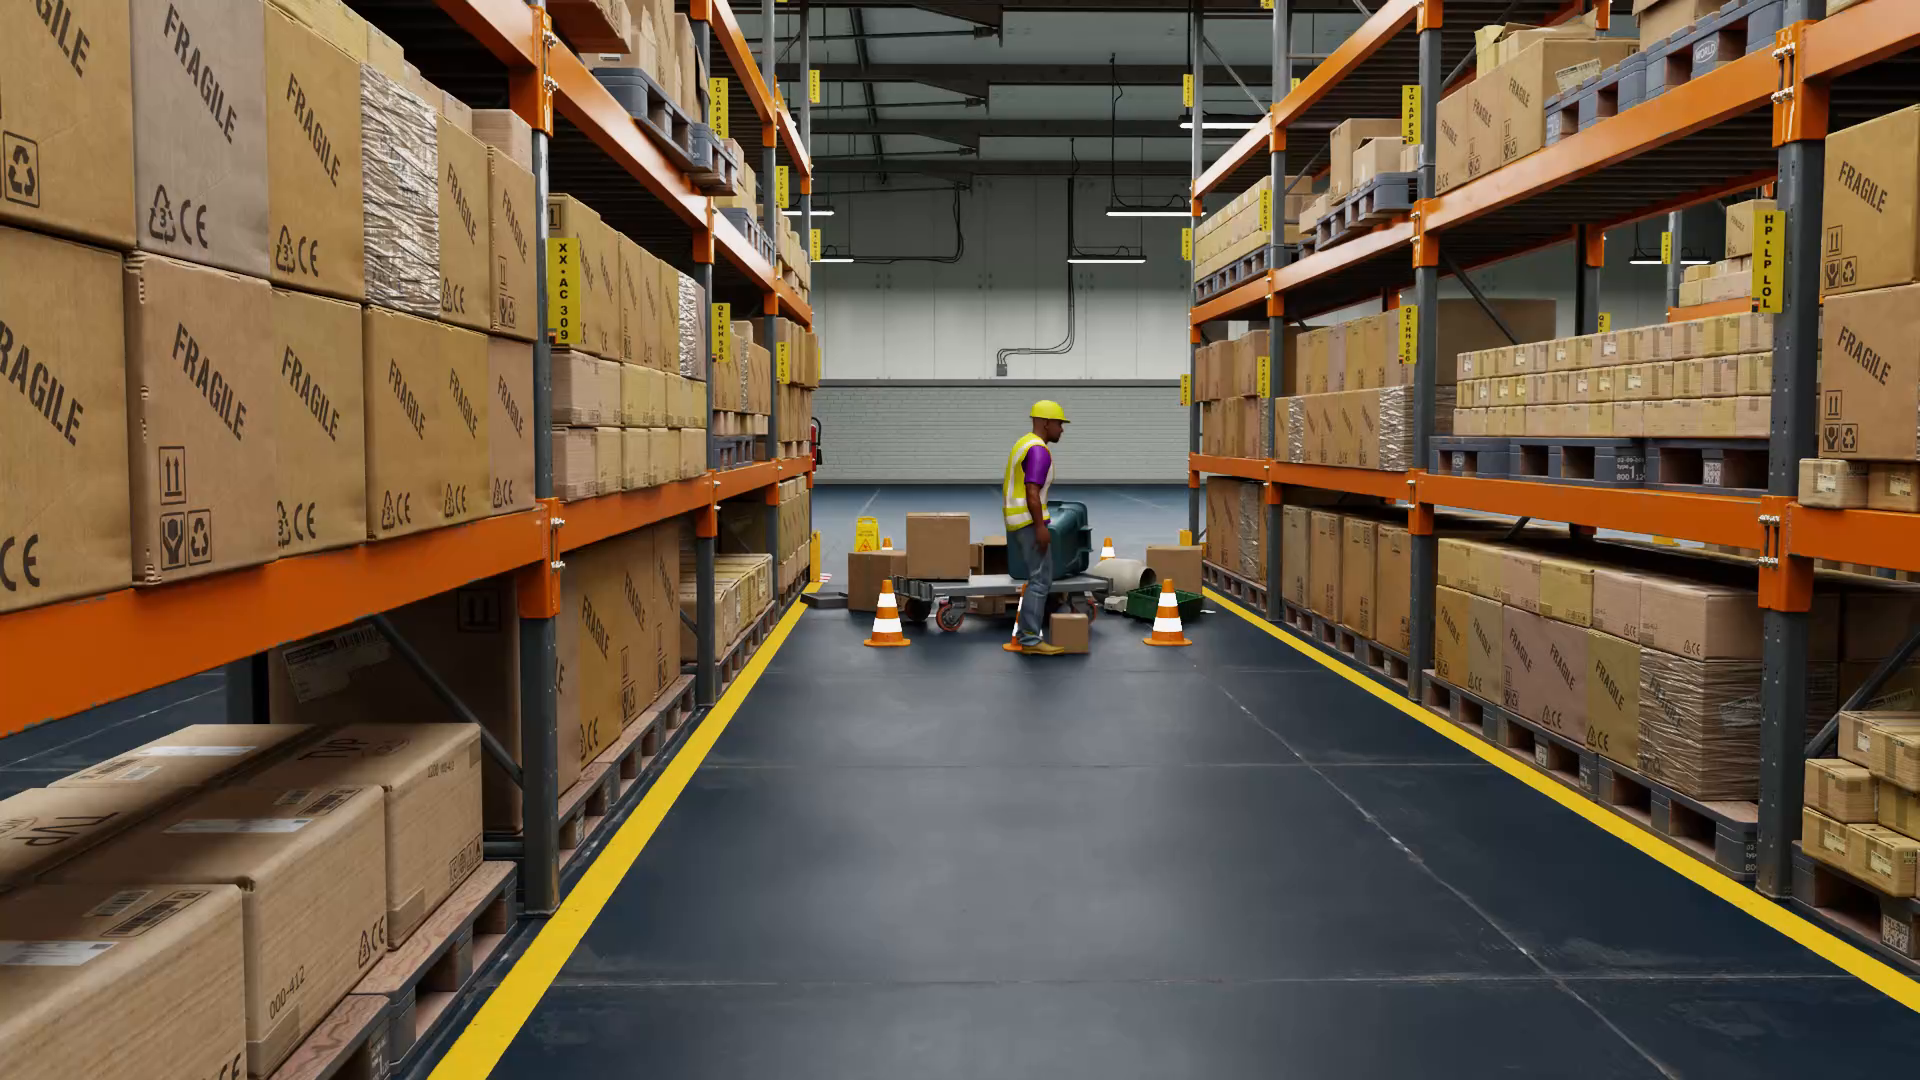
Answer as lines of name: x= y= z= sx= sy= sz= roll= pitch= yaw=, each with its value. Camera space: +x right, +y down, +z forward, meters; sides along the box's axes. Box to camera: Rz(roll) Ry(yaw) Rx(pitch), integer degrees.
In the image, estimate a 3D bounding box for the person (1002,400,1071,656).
person: x=0.537 y=-0.069 z=11.589 sx=0.472 sy=1.802 sz=0.625 roll=0 pitch=4 yaw=-4
